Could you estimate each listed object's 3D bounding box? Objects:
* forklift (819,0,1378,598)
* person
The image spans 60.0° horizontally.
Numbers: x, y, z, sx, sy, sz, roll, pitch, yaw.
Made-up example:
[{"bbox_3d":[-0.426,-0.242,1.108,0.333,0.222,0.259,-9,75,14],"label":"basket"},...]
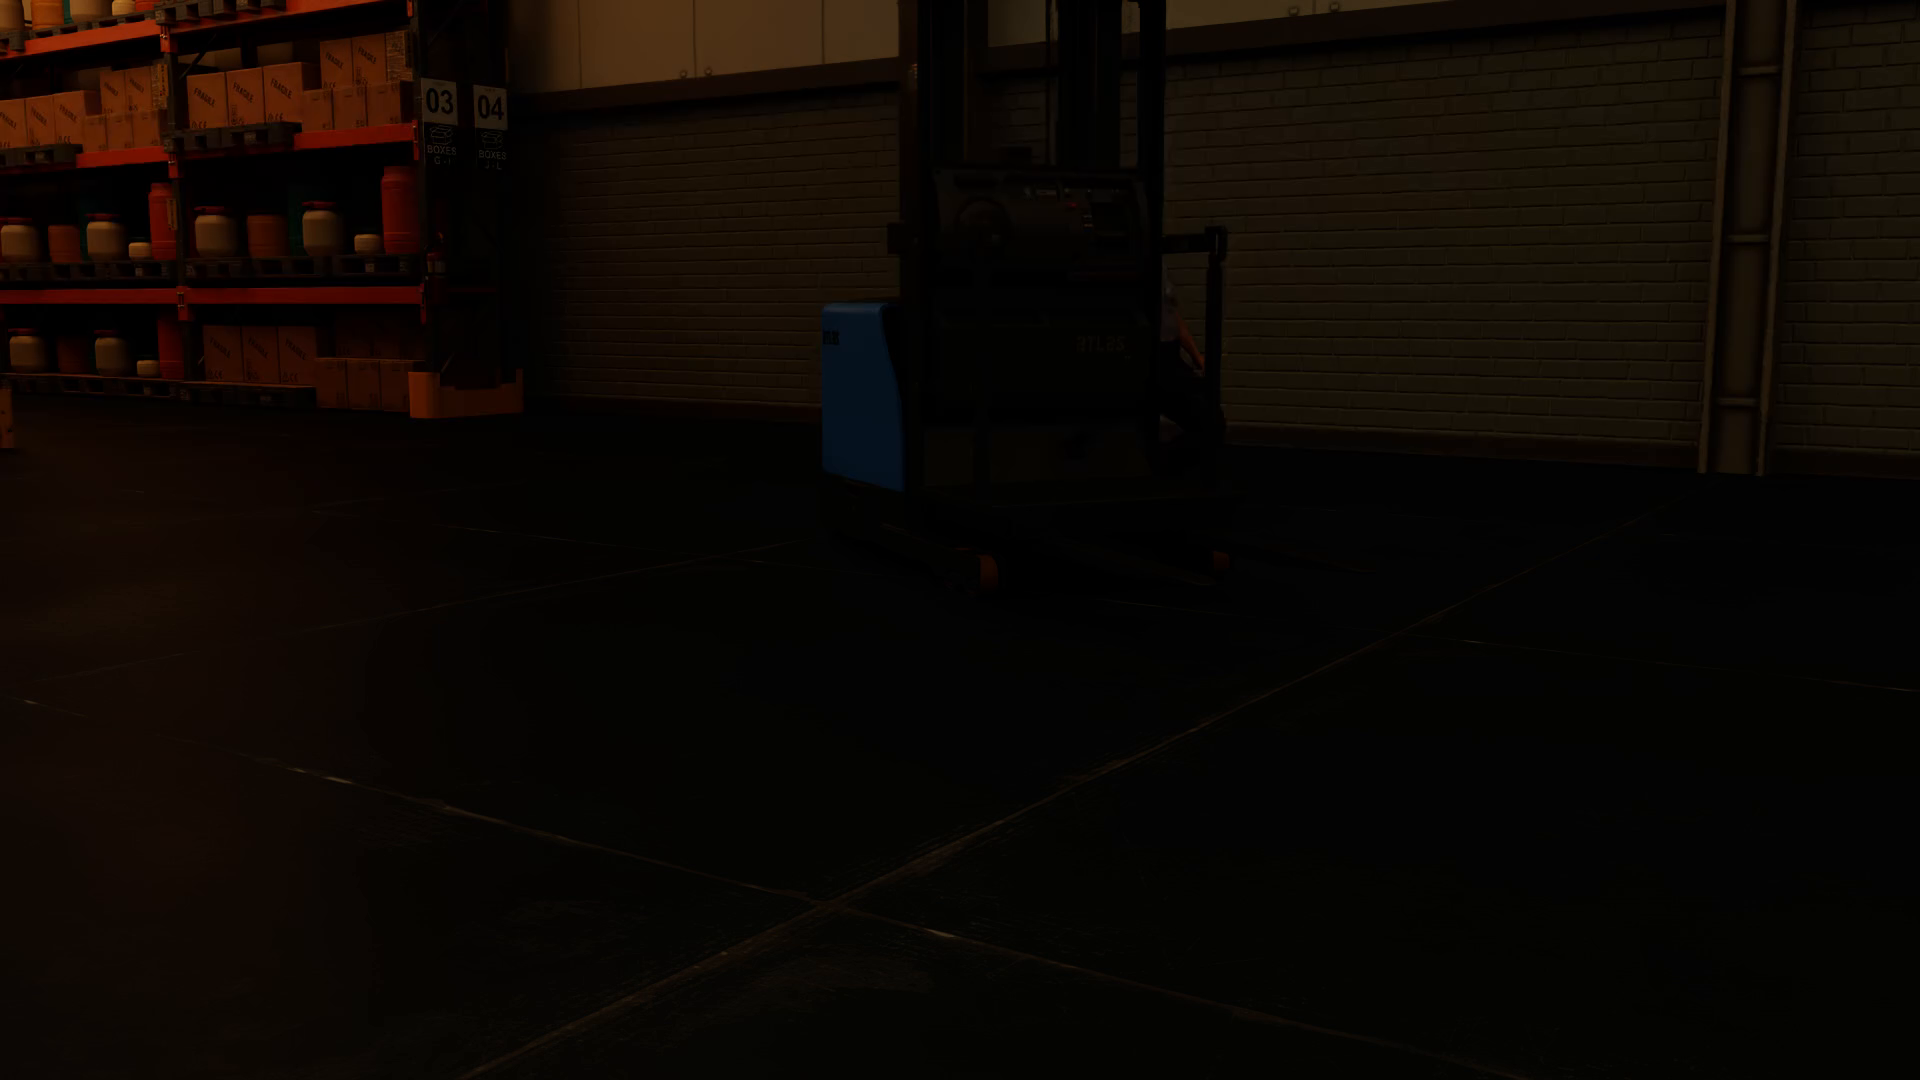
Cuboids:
[{"bbox_3d":[0.417,-1.307,6.380,1.130,2.935,3.031,-4,9,-24],"label":"forklift"},{"bbox_3d":[0.869,-0.797,7.880,0.760,1.575,0.468,-5,10,-33],"label":"person"}]
